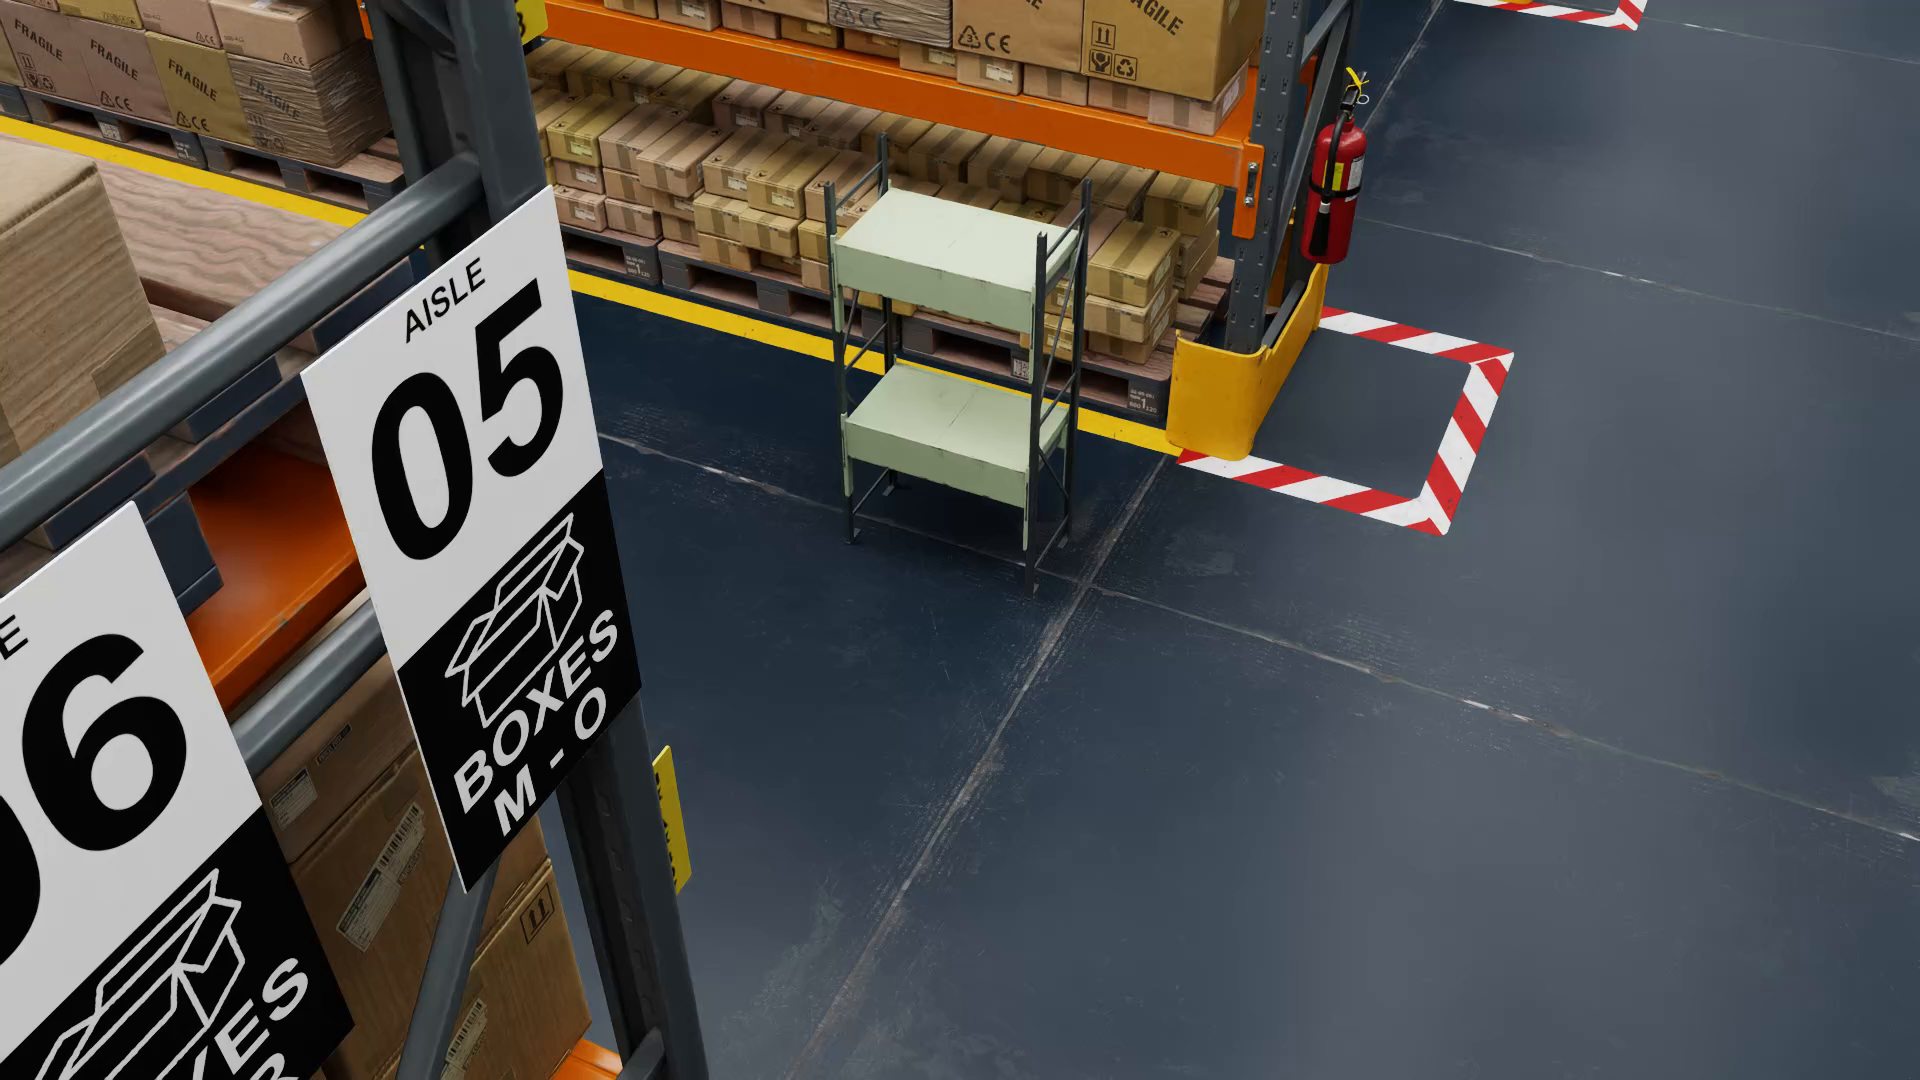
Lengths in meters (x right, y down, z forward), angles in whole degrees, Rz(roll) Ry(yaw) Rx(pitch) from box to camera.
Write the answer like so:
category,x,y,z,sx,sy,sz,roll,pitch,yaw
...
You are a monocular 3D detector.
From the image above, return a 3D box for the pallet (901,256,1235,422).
category,x,y,z,sx,sy,sz,roll,pitch,yaw
pallet,0.492,-1.019,7.265,1.213,0.211,1.003,17,44,19

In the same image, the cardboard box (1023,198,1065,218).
category,x,y,z,sx,sy,sz,roll,pitch,yaw
cardboard box,0.432,-1.422,7.229,0.250,0.149,0.380,18,44,19

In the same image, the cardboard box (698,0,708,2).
category,x,y,z,sx,sy,sz,roll,pitch,yaw
cardboard box,-1.108,-2.484,6.522,0.500,0.500,0.500,16,43,18

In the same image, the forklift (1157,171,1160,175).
category,x,y,z,sx,sy,sz,roll,pitch,yaw
forklift,0.388,-3.632,8.202,1.130,2.935,3.031,-13,43,-14

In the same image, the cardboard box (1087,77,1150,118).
category,x,y,z,sx,sy,sz,roll,pitch,yaw
cardboard box,0.657,-1.725,6.142,0.250,0.149,0.380,17,44,19

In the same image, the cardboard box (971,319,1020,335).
category,x,y,z,sx,sy,sz,roll,pitch,yaw
cardboard box,0.238,-1.045,7.021,0.250,0.149,0.380,17,44,18

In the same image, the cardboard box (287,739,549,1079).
category,x,y,z,sx,sy,sz,roll,pitch,yaw
cardboard box,-1.034,0.442,2.610,0.500,0.500,0.500,16,43,18

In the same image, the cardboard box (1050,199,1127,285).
category,x,y,z,sx,sy,sz,roll,pitch,yaw
cardboard box,0.491,-1.212,6.760,0.250,0.149,0.380,18,44,19

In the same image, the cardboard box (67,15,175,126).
category,x,y,z,sx,sy,sz,roll,pitch,yaw
cardboard box,-4.048,-2.470,8.398,0.500,0.500,0.500,16,43,18

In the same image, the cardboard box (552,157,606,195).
category,x,y,z,sx,sy,sz,roll,pitch,yaw
cardboard box,-1.647,-1.754,7.613,0.250,0.149,0.380,17,44,18

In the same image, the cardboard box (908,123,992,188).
category,x,y,z,sx,sy,sz,roll,pitch,yaw
cardboard box,-0.031,-1.712,7.337,0.250,0.149,0.380,19,44,20

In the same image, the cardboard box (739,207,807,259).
category,x,y,z,sx,sy,sz,roll,pitch,yaw
cardboard box,-0.749,-1.397,7.201,0.250,0.149,0.380,17,44,19

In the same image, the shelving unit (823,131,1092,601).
category,x,y,z,sx,sy,sz,roll,pitch,yaw
shelving unit,-0.006,-0.569,5.761,0.755,1.500,0.431,17,44,19

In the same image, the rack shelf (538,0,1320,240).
category,x,y,z,sx,sy,sz,roll,pitch,yaw
rack shelf,-0.531,-2.088,6.918,4.000,0.370,1.077,17,44,19

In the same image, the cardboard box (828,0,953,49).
category,x,y,z,sx,sy,sz,roll,pitch,yaw
cardboard box,-0.162,-2.208,6.204,0.500,0.500,0.500,17,44,19

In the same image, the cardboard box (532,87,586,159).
category,x,y,z,sx,sy,sz,roll,pitch,yaw
cardboard box,-1.894,-1.890,7.542,0.250,0.149,0.380,19,44,21

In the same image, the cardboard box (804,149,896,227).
category,x,y,z,sx,sy,sz,roll,pitch,yaw
cardboard box,-0.464,-1.498,7.090,0.250,0.149,0.380,16,43,17

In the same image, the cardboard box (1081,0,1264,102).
category,x,y,z,sx,sy,sz,roll,pitch,yaw
cardboard box,0.766,-1.928,5.881,0.500,0.500,0.500,18,44,19

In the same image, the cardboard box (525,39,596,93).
category,x,y,z,sx,sy,sz,roll,pitch,yaw
cardboard box,-1.911,-2.276,7.988,0.250,0.149,0.380,18,44,20

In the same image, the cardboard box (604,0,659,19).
category,x,y,z,sx,sy,sz,roll,pitch,yaw
cardboard box,-1.251,-2.289,6.792,0.250,0.149,0.380,18,44,19

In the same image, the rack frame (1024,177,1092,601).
category,x,y,z,sx,sy,sz,roll,pitch,yaw
rack frame,0.326,-0.467,5.644,0.023,1.500,0.400,17,44,19

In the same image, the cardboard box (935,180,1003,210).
category,x,y,z,sx,sy,sz,roll,pitch,yaw
cardboard box,-0.005,-1.318,6.882,0.250,0.149,0.380,15,43,17

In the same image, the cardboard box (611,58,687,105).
category,x,y,z,sx,sy,sz,roll,pitch,yaw
cardboard box,-1.434,-2.164,7.858,0.250,0.149,0.380,17,44,18

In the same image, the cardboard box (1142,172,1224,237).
category,x,y,z,sx,sy,sz,roll,pitch,yaw
cardboard box,0.950,-1.459,7.045,0.250,0.149,0.380,15,43,17

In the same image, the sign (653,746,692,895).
category,x,y,z,sx,sy,sz,roll,pitch,yaw
sign,-0.480,0.475,2.690,0.005,0.325,0.100,17,44,19

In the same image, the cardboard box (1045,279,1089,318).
category,x,y,z,sx,sy,sz,roll,pitch,yaw
cardboard box,0.469,-1.081,6.836,0.250,0.149,0.380,16,43,18

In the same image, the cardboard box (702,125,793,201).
category,x,y,z,sx,sy,sz,roll,pitch,yaw
cardboard box,-0.920,-1.645,7.260,0.250,0.149,0.380,15,43,17

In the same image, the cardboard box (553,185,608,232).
category,x,y,z,sx,sy,sz,roll,pitch,yaw
cardboard box,-1.661,-1.592,7.653,0.250,0.149,0.380,17,44,18

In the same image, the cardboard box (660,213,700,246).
category,x,y,z,sx,sy,sz,roll,pitch,yaw
cardboard box,-1.151,-1.498,7.544,0.250,0.149,0.380,15,43,17

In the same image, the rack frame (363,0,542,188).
category,x,y,z,sx,sy,sz,roll,pitch,yaw
rack frame,-2.343,-2.914,7.322,0.127,3.000,1.000,17,44,19

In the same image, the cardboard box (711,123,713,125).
category,x,y,z,sx,sy,sz,roll,pitch,yaw
cardboard box,-1.237,-1.950,7.839,0.250,0.149,0.380,17,44,19

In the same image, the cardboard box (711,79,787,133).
category,x,y,z,sx,sy,sz,roll,pitch,yaw
cardboard box,-0.947,-2.026,7.699,0.250,0.149,0.380,15,43,17

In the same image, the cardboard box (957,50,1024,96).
category,x,y,z,sx,sy,sz,roll,pitch,yaw
cardboard box,0.182,-1.842,6.277,0.250,0.149,0.380,18,44,20

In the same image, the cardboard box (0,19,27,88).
category,x,y,z,sx,sy,sz,roll,pitch,yaw
cardboard box,-4.978,-2.751,8.722,0.500,0.500,0.500,17,44,19

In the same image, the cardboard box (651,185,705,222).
category,x,y,z,sx,sy,sz,roll,pitch,yaw
cardboard box,-1.164,-1.588,7.421,0.250,0.149,0.380,19,44,21

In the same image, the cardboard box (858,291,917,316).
category,x,y,z,sx,sy,sz,roll,pitch,yaw
cardboard box,-0.249,-1.139,7.130,0.250,0.149,0.380,15,43,17

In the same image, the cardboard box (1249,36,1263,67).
category,x,y,z,sx,sy,sz,roll,pitch,yaw
cardboard box,1.127,-1.996,6.454,0.250,0.149,0.380,17,44,18

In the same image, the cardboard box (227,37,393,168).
category,x,y,z,sx,sy,sz,roll,pitch,yaw
cardboard box,-3.120,-2.183,8.067,0.500,0.500,0.500,16,43,18

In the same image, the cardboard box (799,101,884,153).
category,x,y,z,sx,sy,sz,roll,pitch,yaw
cardboard box,-0.519,-1.825,7.467,0.250,0.149,0.380,17,44,19

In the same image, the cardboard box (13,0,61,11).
category,x,y,z,sx,sy,sz,roll,pitch,yaw
cardboard box,-4.543,-2.899,8.320,0.500,0.250,0.500,17,44,19

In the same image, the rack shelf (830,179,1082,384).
category,x,y,z,sx,sy,sz,roll,pitch,yaw
rack shelf,-0.006,-0.863,5.505,0.720,0.370,0.431,17,44,19

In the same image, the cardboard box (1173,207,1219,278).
category,x,y,z,sx,sy,sz,roll,pitch,yaw
cardboard box,0.915,-1.297,7.086,0.250,0.149,0.380,19,44,20

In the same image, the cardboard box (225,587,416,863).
category,x,y,z,sx,sy,sz,roll,pitch,yaw
cardboard box,-0.924,0.237,2.352,0.250,0.149,0.380,18,44,20

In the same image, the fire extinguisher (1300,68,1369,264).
category,x,y,z,sx,sy,sz,roll,pitch,yaw
fire extinguisher,1.315,-1.292,5.795,0.183,0.674,0.296,17,44,19

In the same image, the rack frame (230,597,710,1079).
category,x,y,z,sx,sy,sz,roll,pitch,yaw
rack frame,-0.720,1.160,2.622,0.127,3.000,1.000,17,44,19

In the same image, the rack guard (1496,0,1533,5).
category,x,y,z,sx,sy,sz,roll,pitch,yaw
rack guard,3.492,-3.771,10.219,0.348,0.500,1.175,17,44,19

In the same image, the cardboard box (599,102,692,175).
category,x,y,z,sx,sy,sz,roll,pitch,yaw
cardboard box,-1.398,-1.791,7.428,0.250,0.149,0.380,16,43,18

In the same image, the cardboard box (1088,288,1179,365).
category,x,y,z,sx,sy,sz,roll,pitch,yaw
cardboard box,0.716,-0.910,6.865,0.250,0.149,0.380,18,44,19

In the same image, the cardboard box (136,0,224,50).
category,x,y,z,sx,sy,sz,roll,pitch,yaw
cardboard box,-3.585,-2.618,7.995,0.500,0.250,0.500,19,44,21

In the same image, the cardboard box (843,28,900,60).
category,x,y,z,sx,sy,sz,roll,pitch,yaw
cardboard box,-0.263,-2.043,6.508,0.250,0.149,0.380,15,43,17

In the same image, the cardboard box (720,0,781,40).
category,x,y,z,sx,sy,sz,roll,pitch,yaw
cardboard box,-0.748,-2.164,6.648,0.250,0.149,0.380,19,44,20

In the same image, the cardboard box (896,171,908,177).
category,x,y,z,sx,sy,sz,roll,pitch,yaw
cardboard box,-0.299,-1.625,7.464,0.250,0.149,0.380,19,44,21

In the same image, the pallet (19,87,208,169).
category,x,y,z,sx,sy,sz,roll,pitch,yaw
pallet,-4.159,-2.412,8.871,1.213,0.211,1.003,17,44,19

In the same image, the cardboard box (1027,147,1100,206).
category,x,y,z,sx,sy,sz,roll,pitch,yaw
cardboard box,0.476,-1.610,7.219,0.250,0.149,0.380,17,44,19

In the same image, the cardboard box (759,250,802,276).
category,x,y,z,sx,sy,sz,roll,pitch,yaw
cardboard box,-0.686,-1.341,7.363,0.250,0.149,0.380,18,44,20

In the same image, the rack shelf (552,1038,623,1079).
category,x,y,z,sx,sy,sz,roll,pitch,yaw
rack shelf,-2.532,0.878,3.496,4.000,0.370,1.077,17,44,19

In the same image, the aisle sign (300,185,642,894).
category,x,y,z,sx,sy,sz,roll,pitch,yaw
aisle sign,-0.532,0.025,1.946,0.004,0.787,0.394,17,44,19

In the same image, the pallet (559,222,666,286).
category,x,y,z,sx,sy,sz,roll,pitch,yaw
pallet,-1.720,-1.695,8.045,1.213,0.211,1.003,17,44,19
